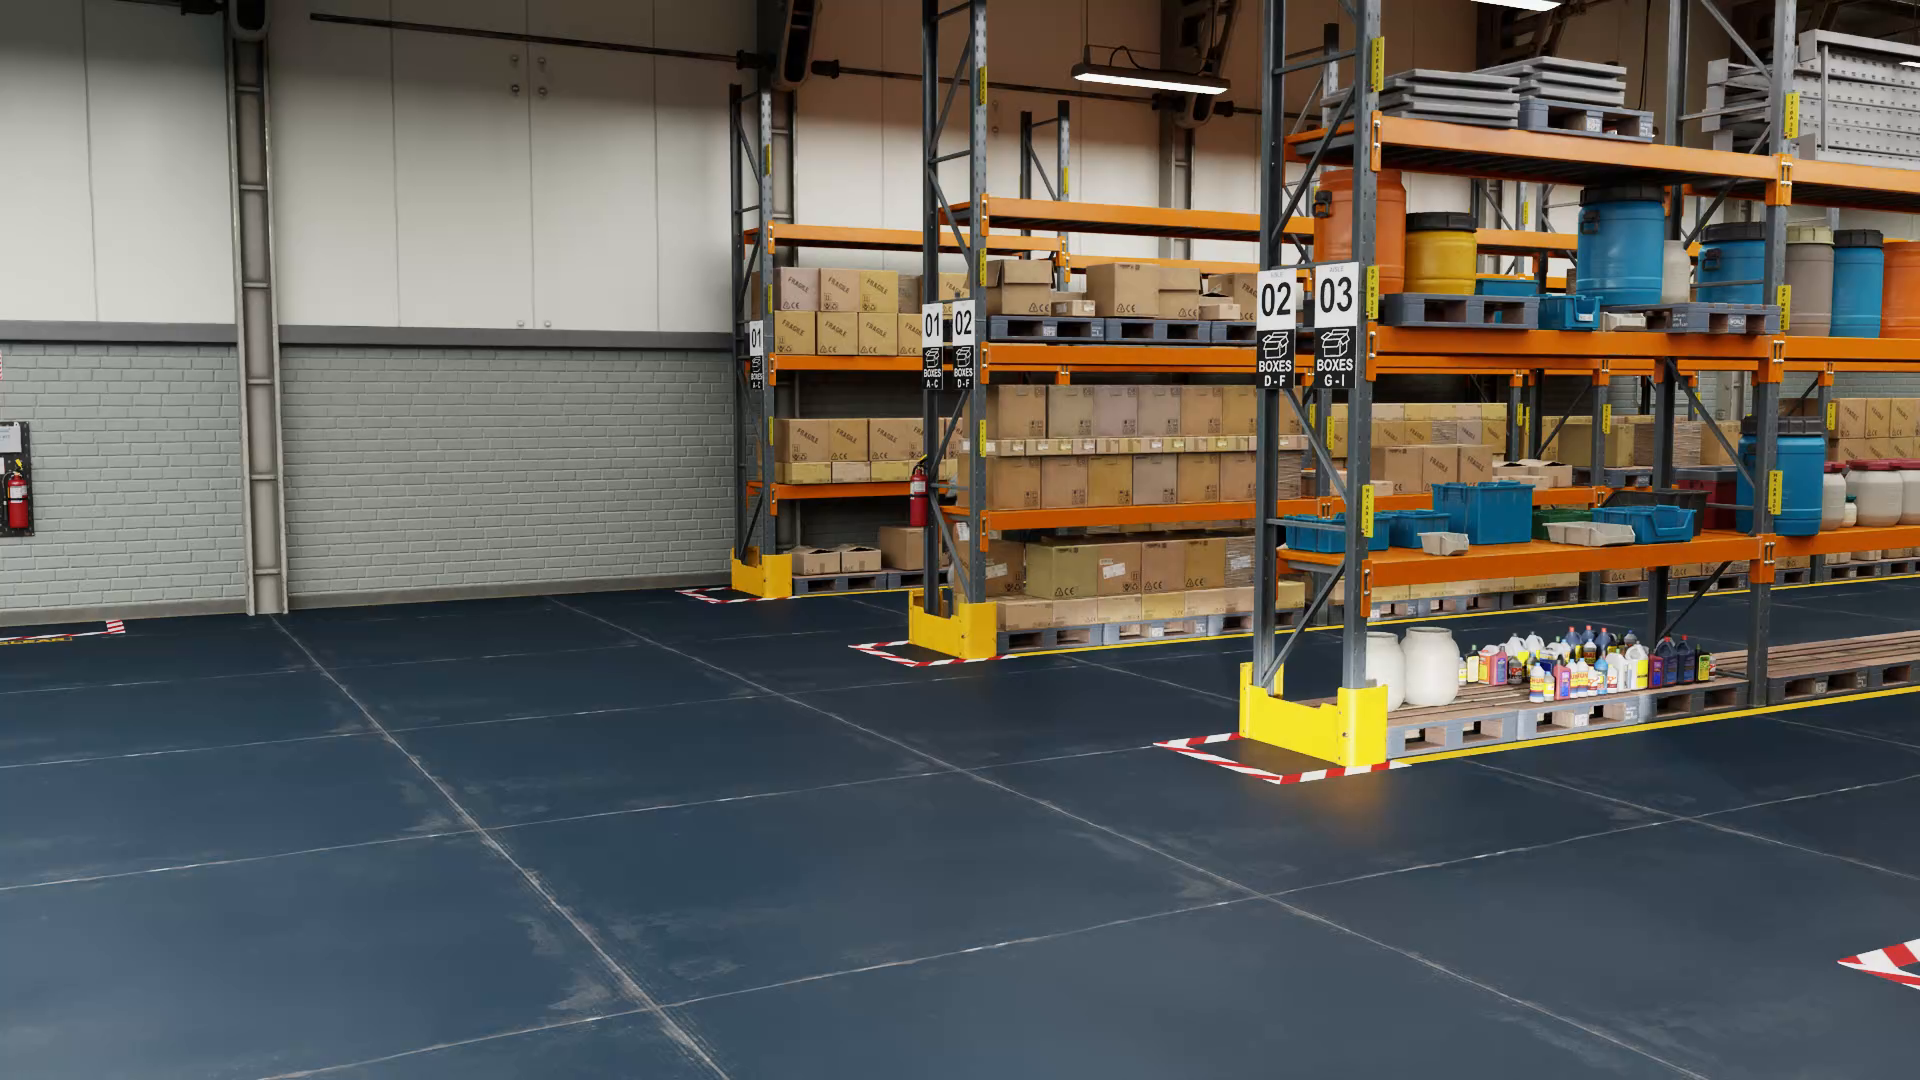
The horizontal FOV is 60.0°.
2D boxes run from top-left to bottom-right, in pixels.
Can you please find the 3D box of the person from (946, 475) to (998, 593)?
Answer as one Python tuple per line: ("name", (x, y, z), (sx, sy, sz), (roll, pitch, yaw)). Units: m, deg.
("person", (0.113, 0.094, 17.216), (0.591, 1.541, 0.519), (-3, 6, -29))
